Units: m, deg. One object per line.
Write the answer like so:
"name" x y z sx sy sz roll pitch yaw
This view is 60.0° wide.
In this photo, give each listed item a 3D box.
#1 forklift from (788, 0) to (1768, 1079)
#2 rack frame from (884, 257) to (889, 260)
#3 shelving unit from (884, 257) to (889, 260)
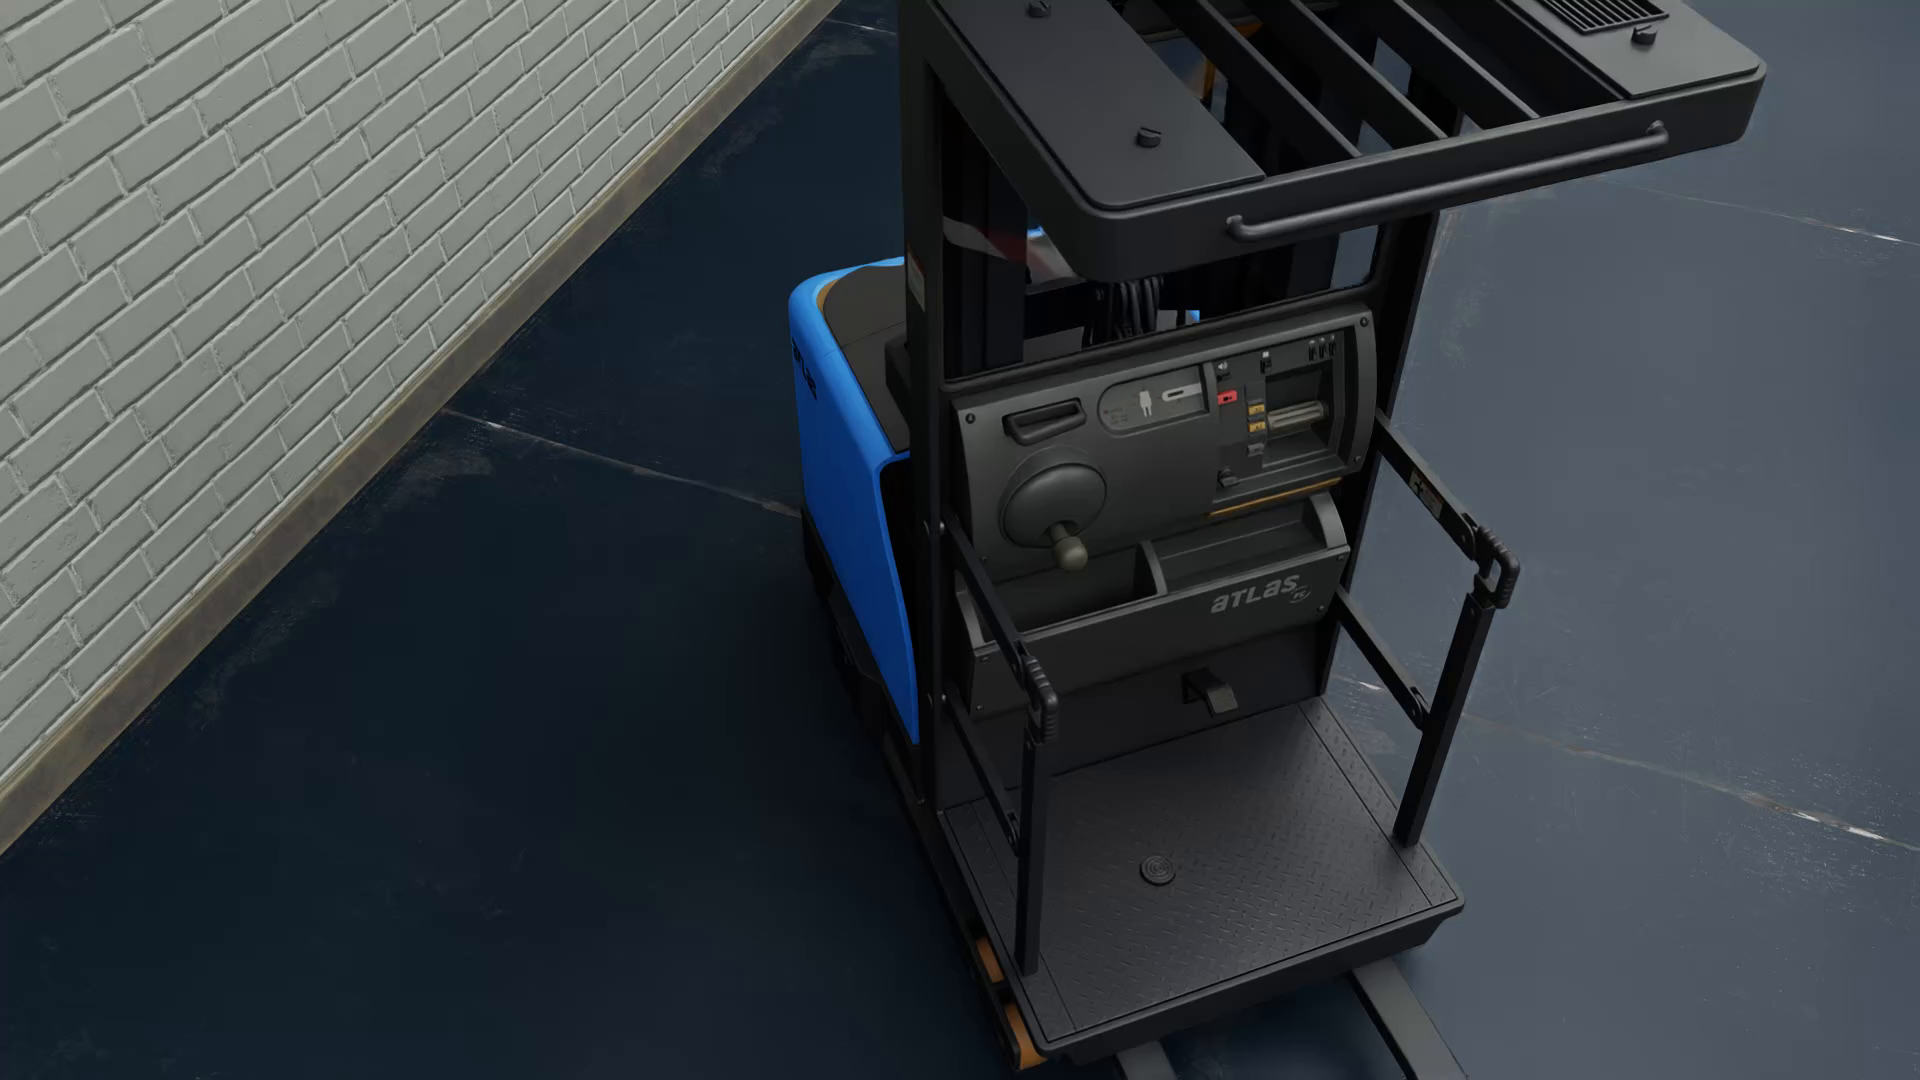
"forklift" 0.518 -0.117 3.290 1.130 2.935 3.031 -15 47 -14
"rack frame" -0.150 -0.552 5.167 0.006 0.900 0.240 27 51 25
"shelving unit" -0.068 -0.510 5.125 0.210 0.900 0.258 27 51 25
